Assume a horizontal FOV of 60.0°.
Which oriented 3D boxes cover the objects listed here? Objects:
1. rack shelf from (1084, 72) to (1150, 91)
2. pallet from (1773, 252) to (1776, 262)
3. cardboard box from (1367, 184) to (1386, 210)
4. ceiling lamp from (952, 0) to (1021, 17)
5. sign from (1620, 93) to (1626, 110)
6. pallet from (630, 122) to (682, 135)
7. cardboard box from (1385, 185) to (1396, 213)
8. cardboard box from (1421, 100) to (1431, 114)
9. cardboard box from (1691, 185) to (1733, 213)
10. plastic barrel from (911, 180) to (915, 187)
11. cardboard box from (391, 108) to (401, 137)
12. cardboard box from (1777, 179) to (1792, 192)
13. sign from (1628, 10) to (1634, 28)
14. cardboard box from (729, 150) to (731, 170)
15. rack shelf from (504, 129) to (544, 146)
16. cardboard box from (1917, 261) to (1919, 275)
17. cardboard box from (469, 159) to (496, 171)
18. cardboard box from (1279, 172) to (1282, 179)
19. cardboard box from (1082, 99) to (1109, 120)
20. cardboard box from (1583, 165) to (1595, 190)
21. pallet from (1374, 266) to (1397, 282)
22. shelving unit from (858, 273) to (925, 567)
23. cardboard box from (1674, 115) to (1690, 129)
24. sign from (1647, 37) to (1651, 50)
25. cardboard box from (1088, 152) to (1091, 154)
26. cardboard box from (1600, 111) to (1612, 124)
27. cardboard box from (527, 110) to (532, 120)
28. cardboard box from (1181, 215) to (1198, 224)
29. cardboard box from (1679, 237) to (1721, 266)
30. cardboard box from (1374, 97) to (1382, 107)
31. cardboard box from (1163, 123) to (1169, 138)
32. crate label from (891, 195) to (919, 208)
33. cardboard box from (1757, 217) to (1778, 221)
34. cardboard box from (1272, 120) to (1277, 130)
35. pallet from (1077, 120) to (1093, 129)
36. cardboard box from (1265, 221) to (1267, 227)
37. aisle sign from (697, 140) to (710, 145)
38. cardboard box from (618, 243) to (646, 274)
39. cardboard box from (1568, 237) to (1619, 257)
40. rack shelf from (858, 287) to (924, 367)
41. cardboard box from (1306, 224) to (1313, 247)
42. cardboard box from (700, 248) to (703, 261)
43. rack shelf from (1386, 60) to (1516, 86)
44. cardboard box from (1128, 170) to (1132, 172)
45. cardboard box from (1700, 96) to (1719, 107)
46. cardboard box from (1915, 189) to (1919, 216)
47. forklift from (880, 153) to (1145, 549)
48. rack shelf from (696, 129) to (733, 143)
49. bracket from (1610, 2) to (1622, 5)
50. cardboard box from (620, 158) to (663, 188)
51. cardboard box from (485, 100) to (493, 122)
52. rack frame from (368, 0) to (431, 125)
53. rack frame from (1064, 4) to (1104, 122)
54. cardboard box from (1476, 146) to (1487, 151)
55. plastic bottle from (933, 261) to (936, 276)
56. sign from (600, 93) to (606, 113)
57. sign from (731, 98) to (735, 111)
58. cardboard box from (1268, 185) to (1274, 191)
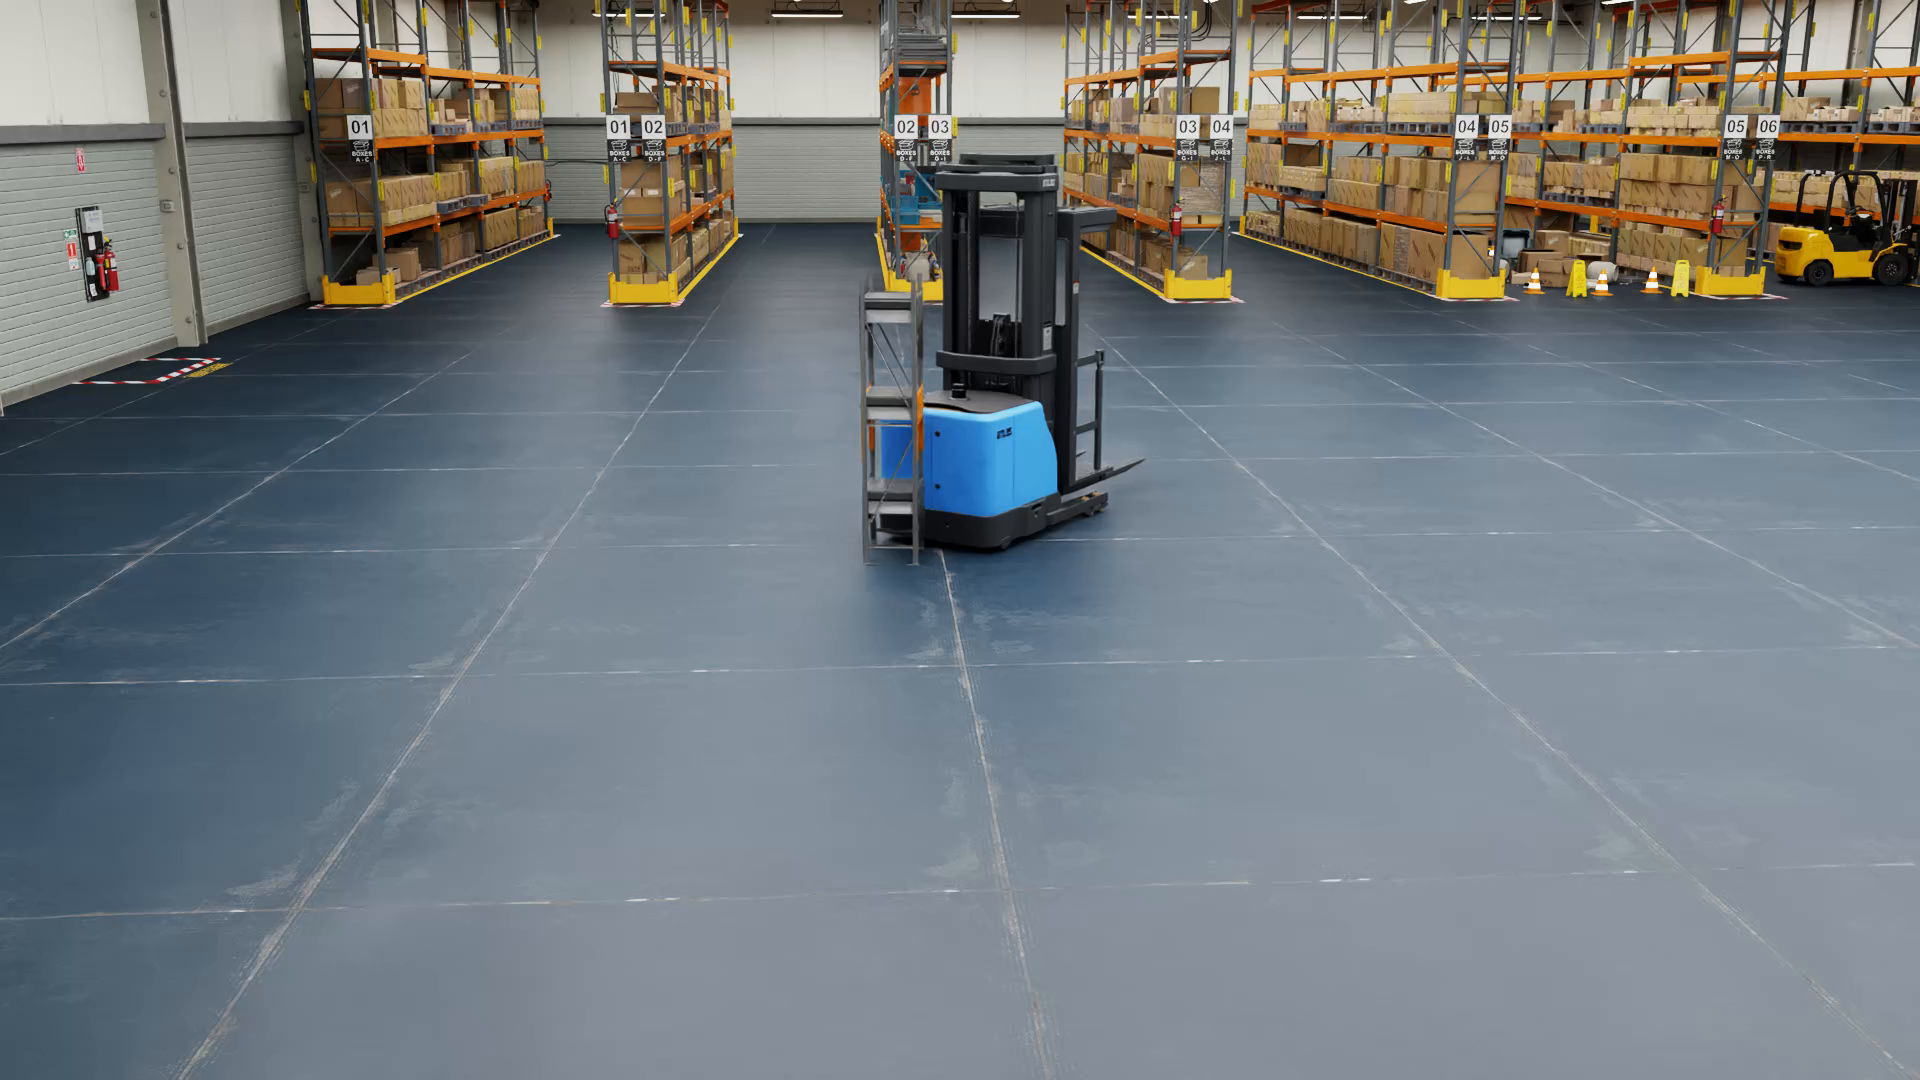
[{"bbox_3d":[3.680,-10.677,38.709,1.077,0.370,4.000,-1,14,-3],"label":"rack shelf"},{"bbox_3d":[18.733,-6.188,36.653,1.003,0.211,1.213,-1,14,-3],"label":"pallet"},{"bbox_3d":[8.709,-7.047,34.193,0.500,0.500,0.500,-1,14,-4],"label":"cardboard box"},{"bbox_3d":[0.712,-16.168,46.090,2.000,3.185,0.800,-1,14,-3],"label":"ceiling lamp"},{"bbox_3d":[13.389,-8.858,33.588,0.100,0.325,0.005,-1,14,-3],"label":"sign"},{"bbox_3d":[-5.685,-7.565,30.565,1.003,0.211,1.213,-1,14,-3],"label":"pallet"},{"bbox_3d":[9.043,-6.854,33.343,0.875,0.550,0.550,-1,14,-3],"label":"cardboard box"},{"bbox_3d":[8.886,-8.020,30.819,0.500,0.250,0.500,-1,14,-4],"label":"cardboard box"},{"bbox_3d":[13.882,-6.303,30.704,0.500,0.500,0.500,-1,14,-4],"label":"cardboard box"},{"bbox_3d":[-0.863,-7.541,36.091,0.421,0.512,0.421,0,14,0],"label":"plastic barrel"},{"bbox_3d":[-10.337,-7.458,29.732,0.500,0.500,0.500,0,14,-1],"label":"cardboard box"},{"bbox_3d":[18.476,-7.847,36.802,0.500,0.250,0.500,-1,14,-5],"label":"cardboard box"},{"bbox_3d":[13.389,-10.399,33.190,0.100,0.325,0.005,-1,14,-3],"label":"sign"},{"bbox_3d":[-6.209,-9.825,42.986,0.500,0.500,0.500,0,14,-2],"label":"cardboard box"},{"bbox_3d":[-11.400,-10.183,42.008,1.077,0.370,4.000,-1,14,-3],"label":"rack shelf"},{"bbox_3d":[18.756,-5.289,32.238,0.500,0.250,0.500,-1,14,-3],"label":"cardboard box"},{"bbox_3d":[-10.868,-8.527,37.804,0.500,0.250,0.500,-1,14,-3],"label":"cardboard box"},{"bbox_3d":[8.078,-8.983,40.984,0.380,0.149,0.250,-1,14,-3],"label":"cardboard box"},{"bbox_3d":[3.447,-10.757,41.552,0.700,0.500,0.500,-2,15,-7],"label":"cardboard box"},{"bbox_3d":[13.627,-7.733,35.422,0.500,0.500,0.500,0,14,-2],"label":"cardboard box"},{"bbox_3d":[8.977,-5.332,33.325,1.003,0.211,1.213,-1,14,-3],"label":"pallet"},{"bbox_3d":[-0.494,-0.887,12.260,0.431,2.100,0.503,1,14,4],"label":"shelving unit"},{"bbox_3d":[13.823,-7.881,31.320,0.500,0.250,0.500,0,14,-2],"label":"cardboard box"},{"bbox_3d":[18.708,-13.474,45.143,0.100,0.325,0.005,-1,14,-3],"label":"sign"},{"bbox_3d":[3.600,-10.123,44.550,0.500,0.500,0.500,-1,14,-3],"label":"cardboard box"},{"bbox_3d":[13.735,-8.827,34.750,0.500,0.250,0.500,-1,14,-3],"label":"cardboard box"},{"bbox_3d":[-11.143,-10.771,42.108,0.500,0.250,0.500,-1,14,-5],"label":"cardboard box"},{"bbox_3d":[4.076,-5.772,29.946,0.380,0.149,0.250,-1,14,-3],"label":"cardboard box"},{"bbox_3d":[13.880,-5.409,31.201,0.500,0.500,0.500,-1,14,-3],"label":"cardboard box"},{"bbox_3d":[9.148,-9.192,35.469,0.500,0.500,0.500,-1,14,-3],"label":"cardboard box"},{"bbox_3d":[3.982,-7.446,30.229,0.500,0.250,0.500,-1,14,-3],"label":"cardboard box"},{"bbox_3d":[-1.028,-6.221,31.112,0.502,0.435,0.616,-1,14,-3],"label":"crate label"},{"bbox_3d":[18.927,-7.488,38.981,0.380,0.149,0.250,0,14,-1],"label":"cardboard box"},{"bbox_3d":[8.193,-10.484,42.037,0.500,0.250,0.500,-1,14,-4],"label":"cardboard box"},{"bbox_3d":[3.516,-10.424,41.679,1.003,0.211,1.213,-1,14,-3],"label":"pallet"},{"bbox_3d":[8.163,-8.230,43.274,0.380,0.149,0.250,-2,15,-6],"label":"cardboard box"},{"bbox_3d":[-6.877,-10.925,44.250,0.394,0.787,0.004,-1,14,-3],"label":"aisle sign"},{"bbox_3d":[-5.918,-5.038,29.758,0.500,0.500,0.500,-1,14,-3],"label":"cardboard box"},{"bbox_3d":[13.815,-6.387,36.261,0.950,0.372,0.625,0,14,-2],"label":"cardboard box"},{"bbox_3d":[-0.494,-1.552,12.089,0.431,0.518,0.480,1,14,4],"label":"rack shelf"},{"bbox_3d":[8.430,-7.149,38.966,0.500,0.500,0.500,0,14,-1],"label":"cardboard box"},{"bbox_3d":[-5.710,-6.027,35.108,0.500,0.250,0.500,-1,14,-2],"label":"cardboard box"},{"bbox_3d":[9.132,-8.738,31.176,1.077,0.370,4.000,-1,14,-3],"label":"rack shelf"},{"bbox_3d":[4.011,-7.797,36.266,0.700,0.500,0.500,1,14,5],"label":"cardboard box"},{"bbox_3d":[18.538,-10.829,41.105,0.396,0.266,0.258,-1,14,-3],"label":"cardboard box"},{"bbox_3d":[18.797,-6.480,31.992,0.500,0.500,0.500,-1,14,-4],"label":"cardboard box"},{"bbox_3d":[0.586,-1.668,13.626,1.130,2.935,3.031,9,17,31],"label":"forklift"},{"bbox_3d":[-6.456,-10.260,42.309,1.077,0.370,4.000,-1,14,-3],"label":"rack shelf"},{"bbox_3d":[18.557,-15.260,47.055,0.235,0.232,0.430,-1,14,-3],"label":"bracket"},{"bbox_3d":[-5.608,-6.481,29.390,0.700,0.500,0.500,-1,14,-3],"label":"cardboard box"},{"bbox_3d":[-11.232,-9.938,38.526,0.700,0.500,0.500,-1,14,-4],"label":"cardboard box"},{"bbox_3d":[-10.780,-9.497,31.878,1.000,3.000,0.127,-1,14,-3],"label":"rack frame"},{"bbox_3d":[3.308,-12.711,44.369,1.000,3.000,0.127,-1,14,-3],"label":"rack frame"},{"bbox_3d":[13.110,-9.882,41.906,0.380,0.149,0.250,-1,14,-5],"label":"cardboard box"},{"bbox_3d":[-0.467,-5.183,31.742,0.097,0.271,0.097,0,14,0],"label":"plastic bottle"},{"bbox_3d":[-6.131,-7.513,28.567,0.100,0.325,0.005,-1,14,-3],"label":"sign"},{"bbox_3d":[-6.024,-11.539,44.056,0.100,0.325,0.005,-1,14,-3],"label":"sign"},{"bbox_3d":[8.141,-9.069,42.759,0.380,0.149,0.250,-2,15,-6],"label":"cardboard box"}]
